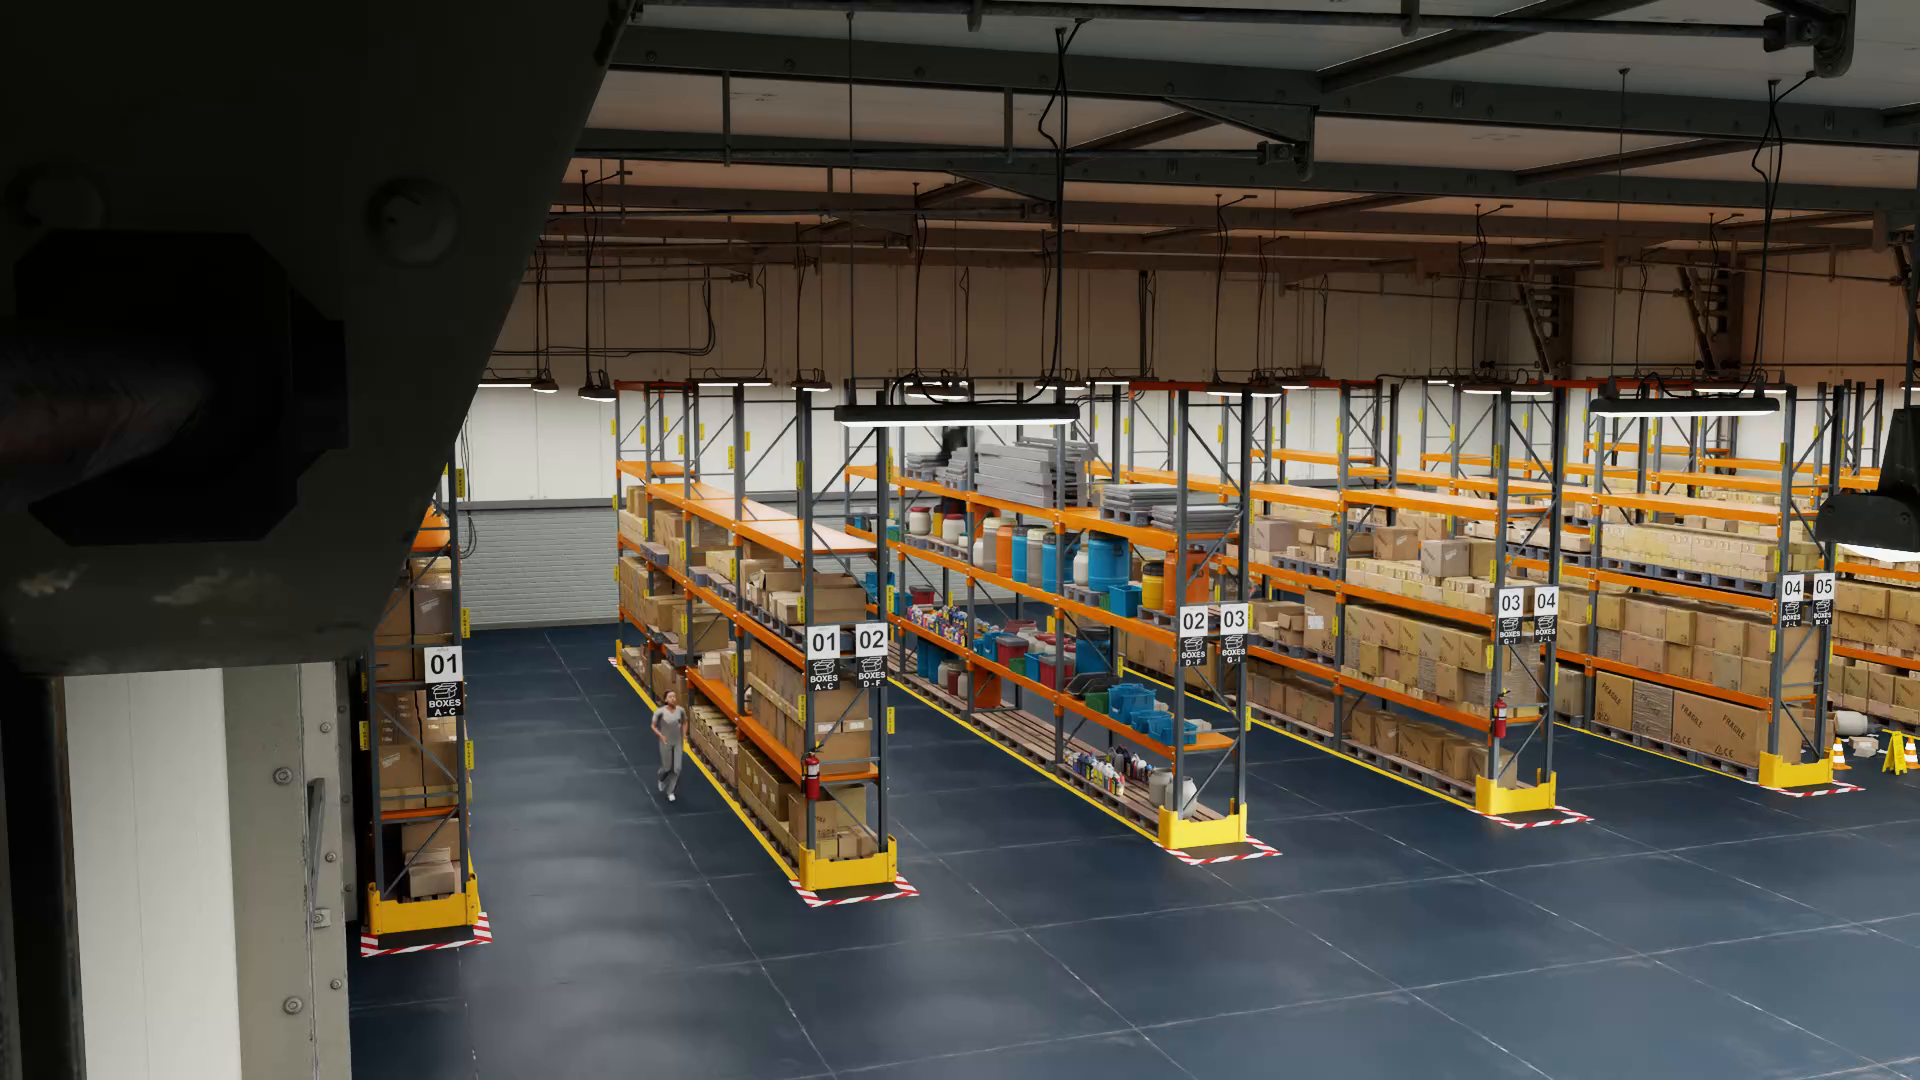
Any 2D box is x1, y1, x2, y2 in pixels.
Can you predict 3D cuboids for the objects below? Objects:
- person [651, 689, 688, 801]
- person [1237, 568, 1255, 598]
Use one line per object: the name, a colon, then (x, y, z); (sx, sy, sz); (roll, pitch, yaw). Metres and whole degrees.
person: (-4.217, 2.963, 24.227); (0.549, 1.624, 0.558); (-3, 7, -27)
person: (6.356, 1.447, 37.706); (0.652, 1.819, 0.888); (-1, 6, -14)
